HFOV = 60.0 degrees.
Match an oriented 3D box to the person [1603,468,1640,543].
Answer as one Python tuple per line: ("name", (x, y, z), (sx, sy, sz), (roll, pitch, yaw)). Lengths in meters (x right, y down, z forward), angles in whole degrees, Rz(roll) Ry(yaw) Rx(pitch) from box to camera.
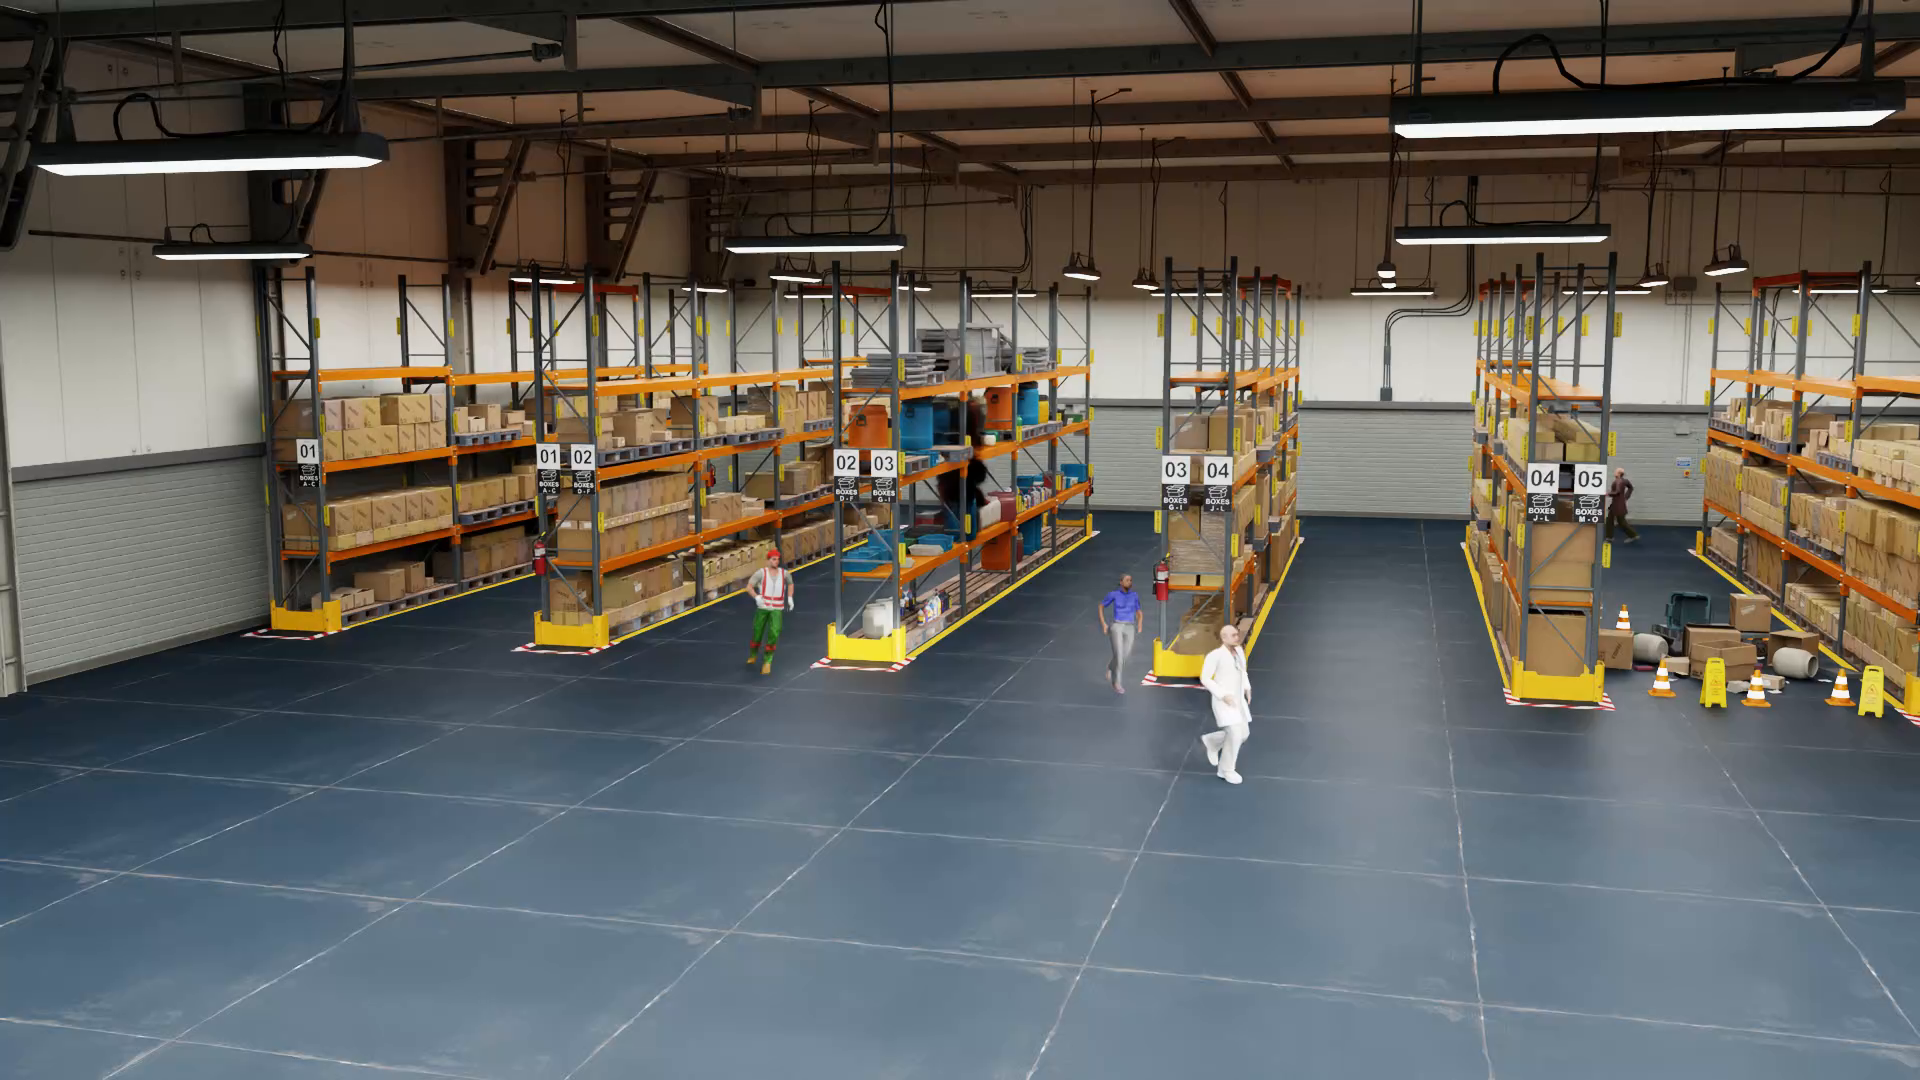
("person", (15.348, -0.762, 38.620), (0.909, 1.810, 0.701), (3, 8, 24))

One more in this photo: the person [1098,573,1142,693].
("person", (2.262, 1.280, 23.230), (0.630, 1.630, 0.656), (-2, 8, -16))

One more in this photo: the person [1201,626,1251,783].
("person", (2.938, 1.802, 18.576), (0.743, 1.736, 0.659), (-7, 10, -43))

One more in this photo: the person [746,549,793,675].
("person", (-2.785, 1.039, 24.452), (0.722, 1.804, 0.778), (-2, 7, -12))
